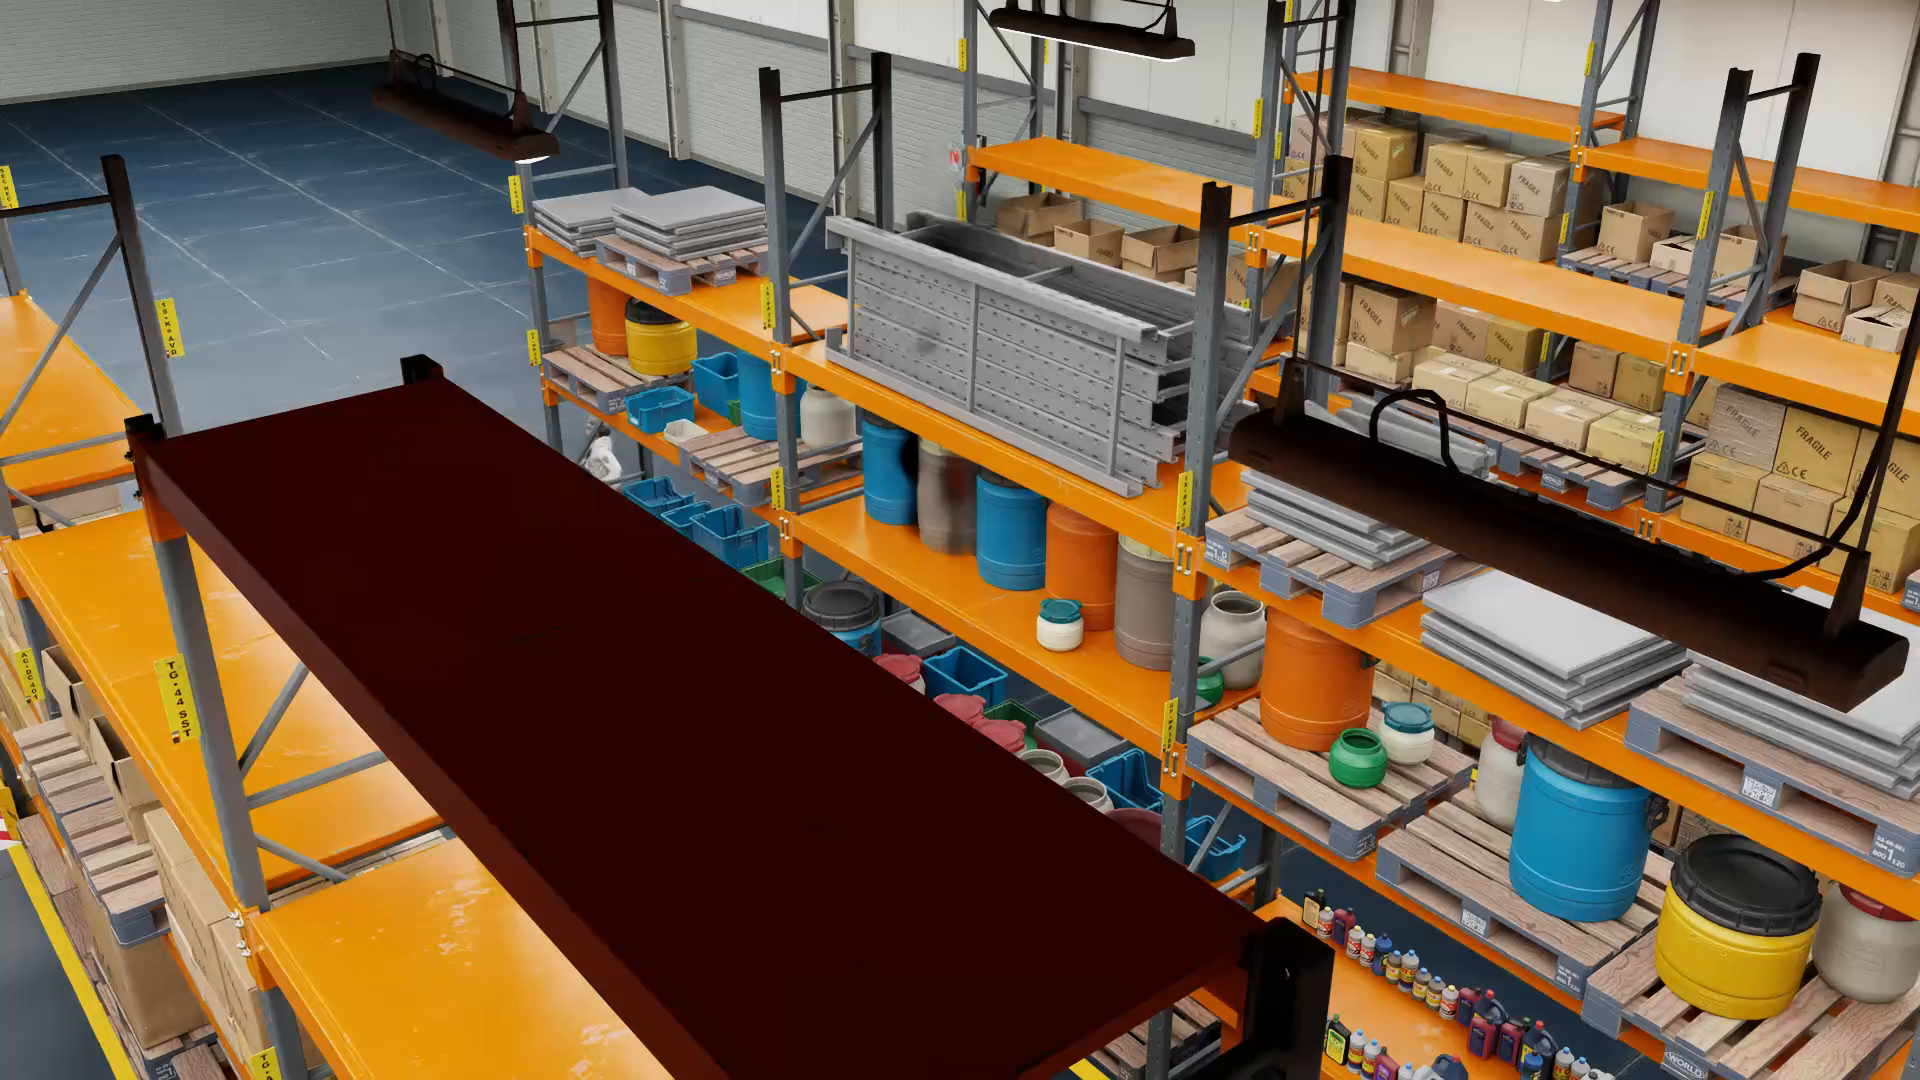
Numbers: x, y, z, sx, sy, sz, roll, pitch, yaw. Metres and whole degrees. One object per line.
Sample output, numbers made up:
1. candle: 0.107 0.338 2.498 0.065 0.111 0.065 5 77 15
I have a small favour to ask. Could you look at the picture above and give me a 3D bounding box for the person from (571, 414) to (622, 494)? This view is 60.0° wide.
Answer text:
1. person: -3.676 -0.521 17.341 0.924 1.689 0.608 2 26 3
